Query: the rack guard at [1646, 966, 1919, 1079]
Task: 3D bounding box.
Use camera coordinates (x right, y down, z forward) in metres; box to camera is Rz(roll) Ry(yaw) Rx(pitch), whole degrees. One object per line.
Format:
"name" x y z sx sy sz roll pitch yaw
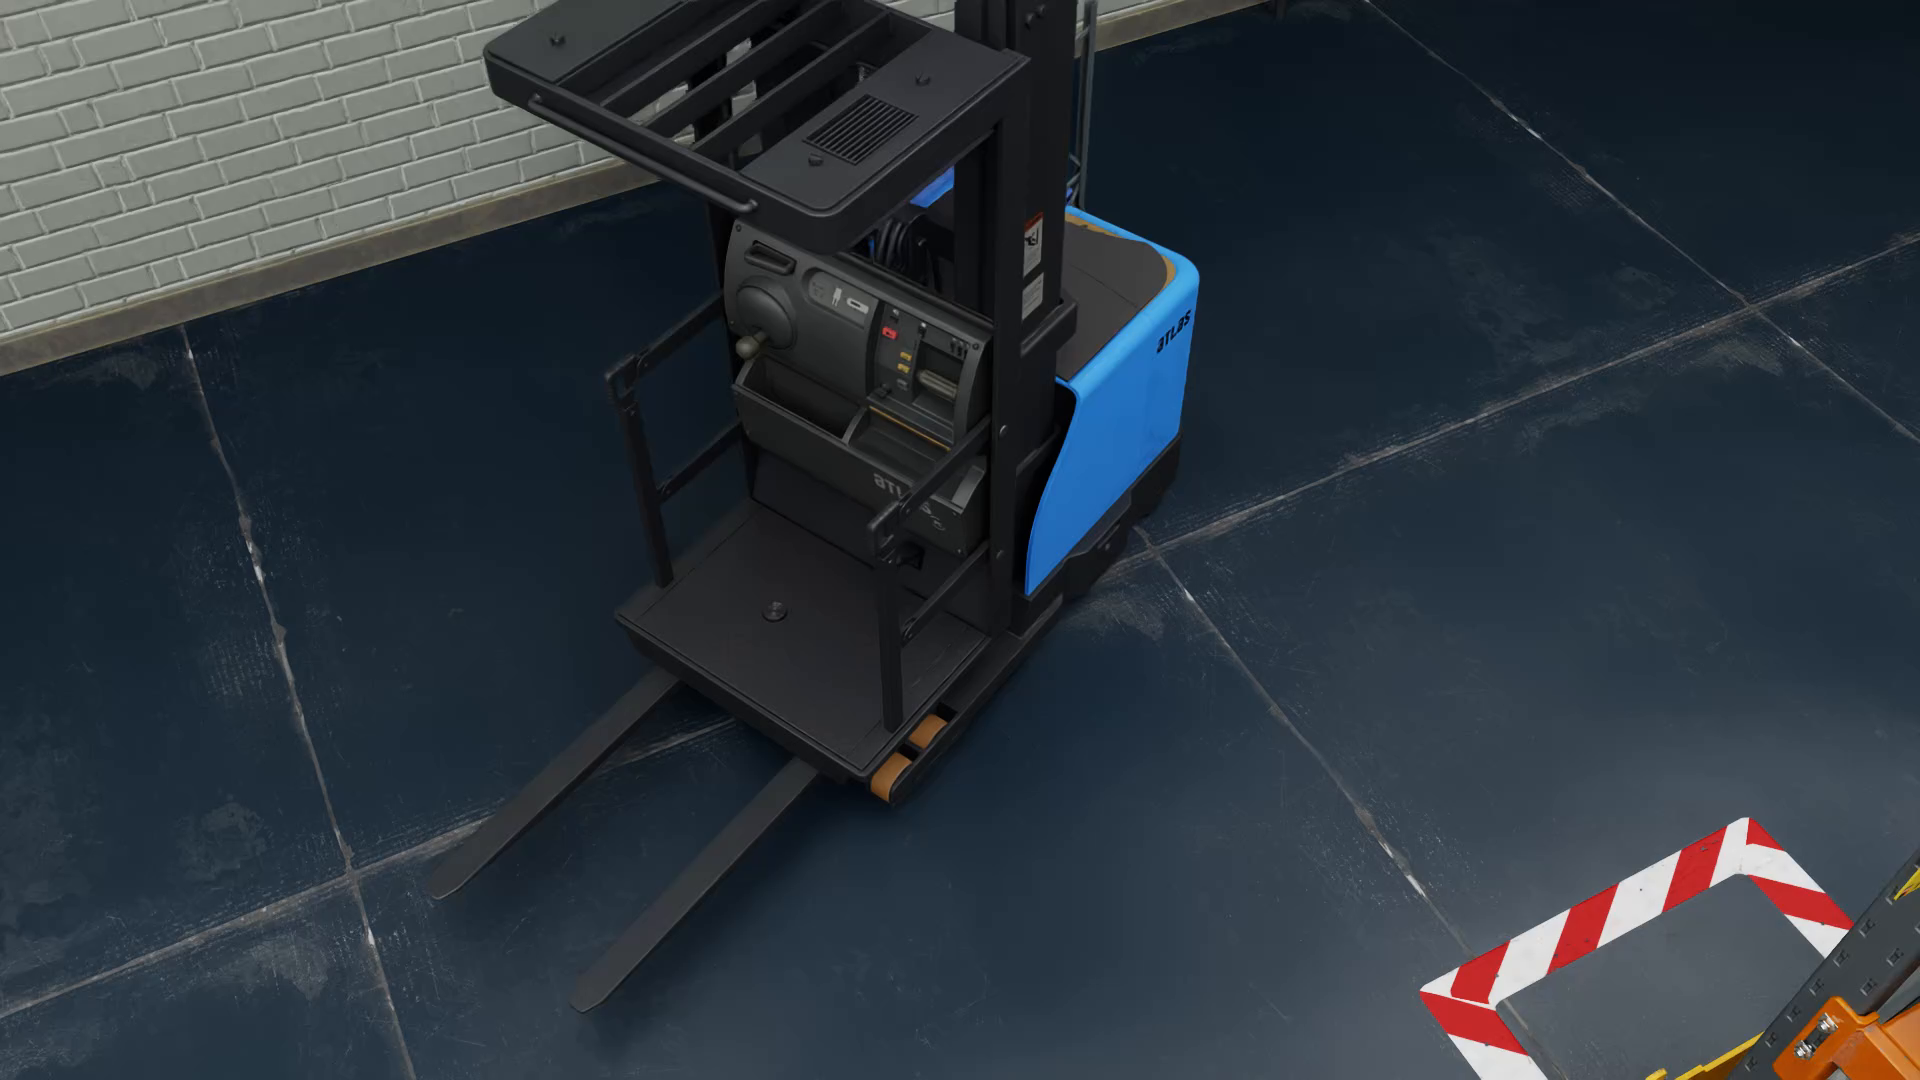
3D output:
"rack guard" 2.346 1.507 4.600 1.175 0.500 0.348 -21 52 -18

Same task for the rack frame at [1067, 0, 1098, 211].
"rack frame" 0.338 -1.287 6.379 0.032 1.500 0.500 28 54 22

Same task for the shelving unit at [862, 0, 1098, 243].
"shelving unit" -0.078 -1.507 6.572 1.048 1.500 0.538 28 54 22

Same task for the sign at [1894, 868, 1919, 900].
"sign" 1.860 0.576 3.126 0.100 0.325 0.005 -21 52 -18

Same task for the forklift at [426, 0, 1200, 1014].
"forklift" -0.448 -0.524 4.761 1.130 2.935 3.031 29 55 23

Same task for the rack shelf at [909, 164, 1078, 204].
"rack shelf" -0.078 -1.389 6.707 1.000 0.185 0.538 28 54 22

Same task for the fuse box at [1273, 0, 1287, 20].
"fuse box" 1.690 -3.268 7.971 0.539 1.711 0.414 -21 52 -18

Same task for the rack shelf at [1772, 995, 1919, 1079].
"rack shelf" 3.272 2.275 2.745 1.077 0.370 4.000 -21 52 -18

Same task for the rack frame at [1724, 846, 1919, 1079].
"rack frame" 2.356 0.700 3.645 1.000 3.000 0.127 -21 52 -18

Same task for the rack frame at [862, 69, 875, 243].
"rack frame" -0.494 -1.727 6.764 0.032 1.500 0.500 28 54 22
